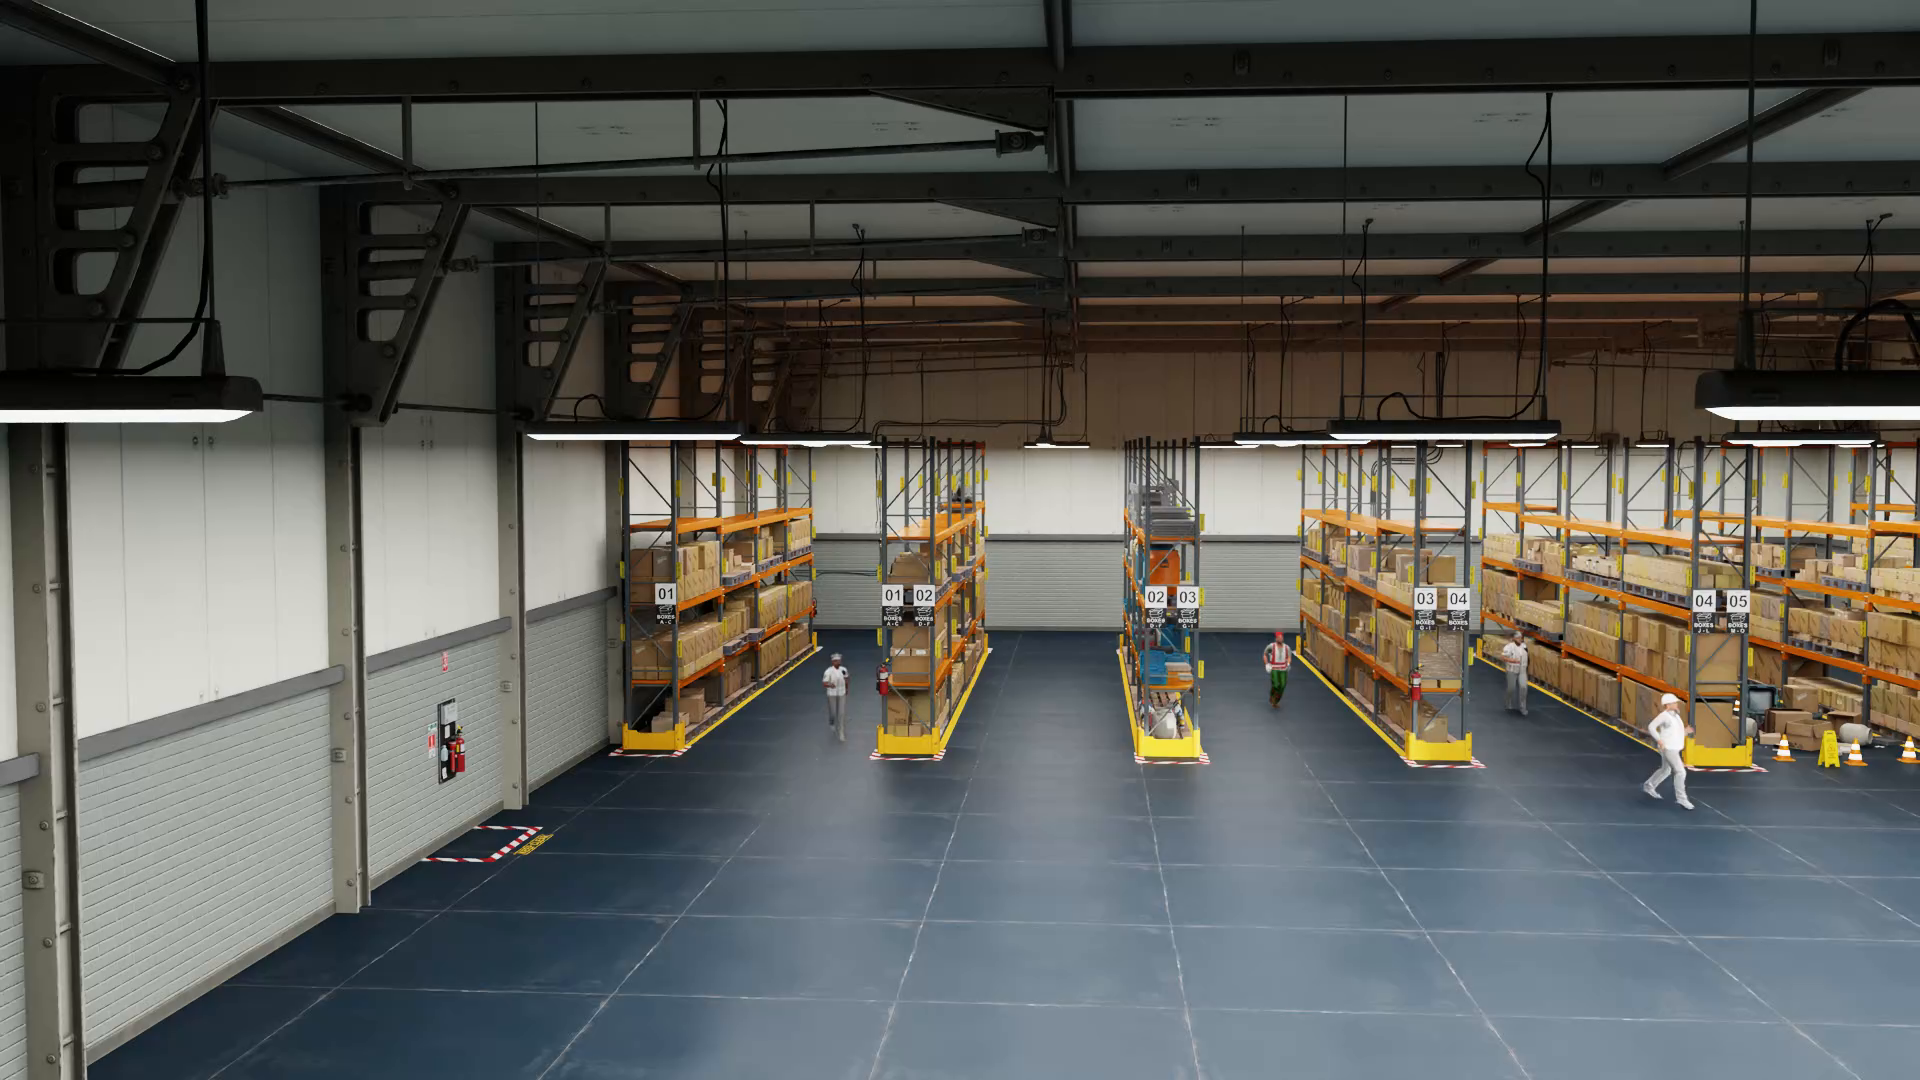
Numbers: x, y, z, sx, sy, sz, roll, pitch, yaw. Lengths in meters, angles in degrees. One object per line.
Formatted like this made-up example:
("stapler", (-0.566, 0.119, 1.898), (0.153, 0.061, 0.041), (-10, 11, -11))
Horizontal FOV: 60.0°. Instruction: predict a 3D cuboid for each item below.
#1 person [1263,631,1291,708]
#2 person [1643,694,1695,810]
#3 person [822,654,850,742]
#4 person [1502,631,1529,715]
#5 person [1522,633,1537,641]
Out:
("person", (7.085, 2.887, 36.946), (0.608, 1.719, 0.590), (0, 3, -7))
("person", (11.465, 3.385, 26.854), (0.868, 1.809, 0.641), (3, 4, 41))
("person", (-2.445, 3.094, 32.995), (0.579, 1.698, 0.924), (-1, 3, -13))
("person", (12.170, 2.888, 36.438), (0.646, 1.823, 0.868), (0, 3, -2))
("person", (15.997, 2.350, 47.096), (0.753, 1.718, 0.703), (-3, 4, -41))
